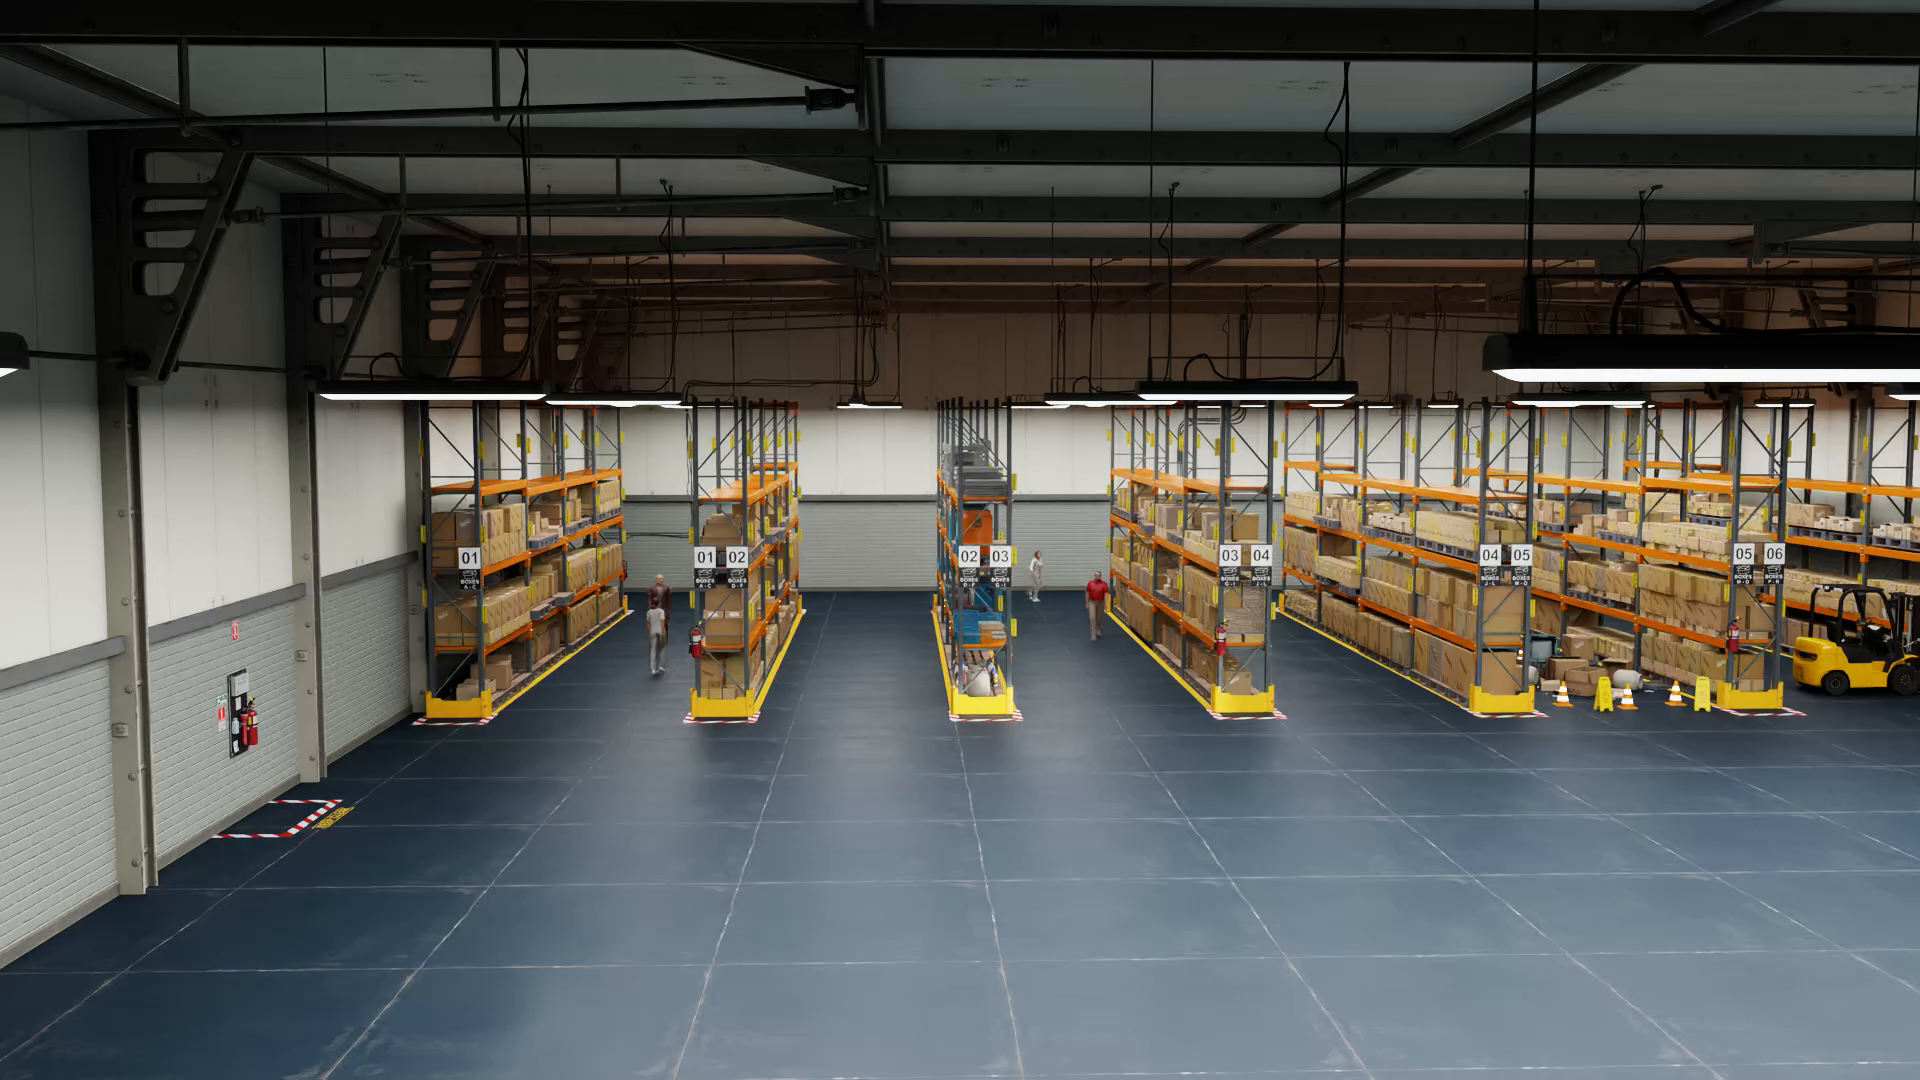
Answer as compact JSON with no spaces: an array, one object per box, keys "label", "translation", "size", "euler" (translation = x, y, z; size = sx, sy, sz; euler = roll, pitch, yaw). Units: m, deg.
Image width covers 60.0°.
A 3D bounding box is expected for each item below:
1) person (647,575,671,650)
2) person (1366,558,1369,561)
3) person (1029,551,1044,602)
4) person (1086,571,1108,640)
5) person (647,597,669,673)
[{"label":"person","translation":[-7.297,1.739,40.279],"size":[0.561,1.794,0.942],"euler":[-1,4,-9]},{"label":"person","translation":[11.377,1.359,46.172],"size":[0.518,1.726,0.504],"euler":[0,4,-2]},{"label":"person","translation":[2.281,1.080,50.198],"size":[0.490,1.540,0.565],"euler":[3,5,33]},{"label":"person","translation":[3.466,1.629,41.959],"size":[0.548,1.690,1.015],"euler":[0,4,-3]},{"label":"person","translation":[-6.628,2.099,36.413],"size":[0.467,1.700,0.669],"euler":[-1,4,-6]}]
